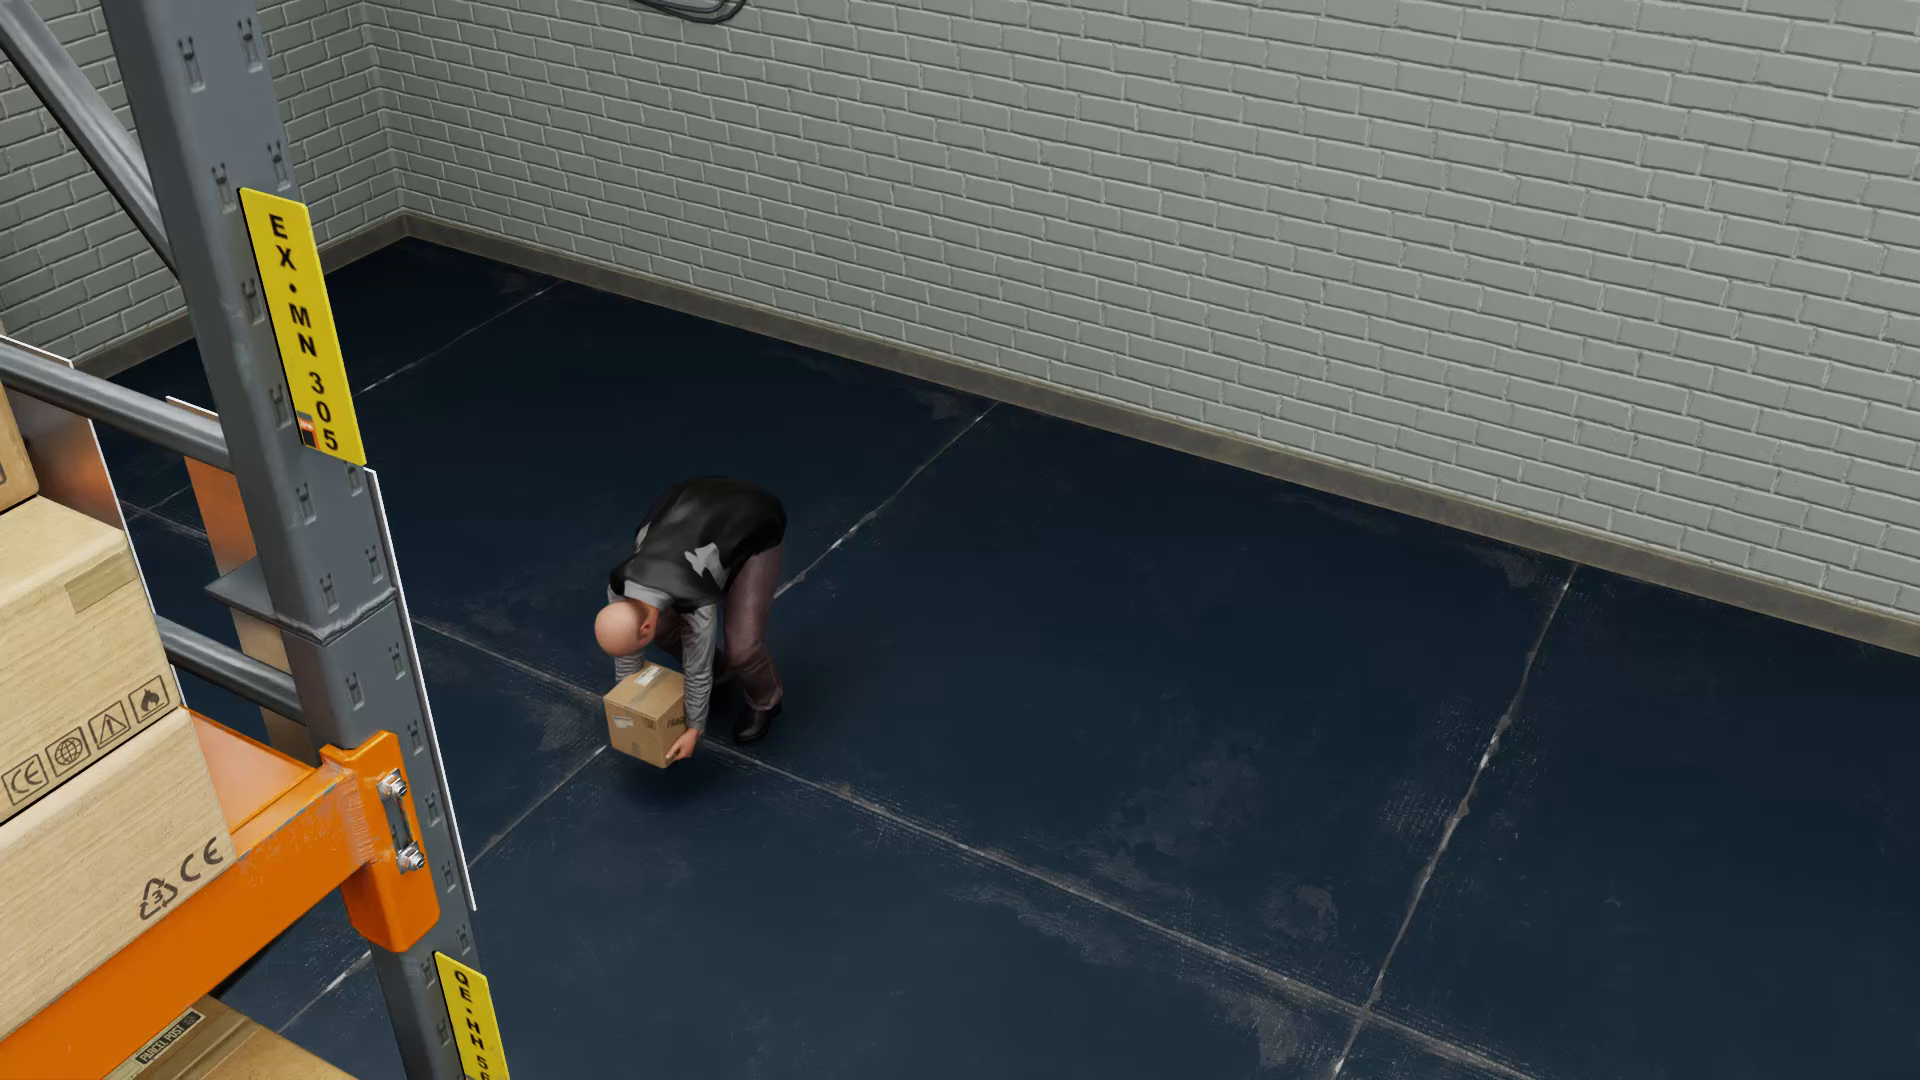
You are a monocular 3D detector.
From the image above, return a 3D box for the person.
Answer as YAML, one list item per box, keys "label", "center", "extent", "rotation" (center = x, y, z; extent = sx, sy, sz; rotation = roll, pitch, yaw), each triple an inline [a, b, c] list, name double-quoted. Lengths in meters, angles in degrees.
- label: "person"
  center: [-1.006, 0.344, 6.241]
  extent: [0.488, 1.065, 0.958]
  rotation: [16, 37, 22]
